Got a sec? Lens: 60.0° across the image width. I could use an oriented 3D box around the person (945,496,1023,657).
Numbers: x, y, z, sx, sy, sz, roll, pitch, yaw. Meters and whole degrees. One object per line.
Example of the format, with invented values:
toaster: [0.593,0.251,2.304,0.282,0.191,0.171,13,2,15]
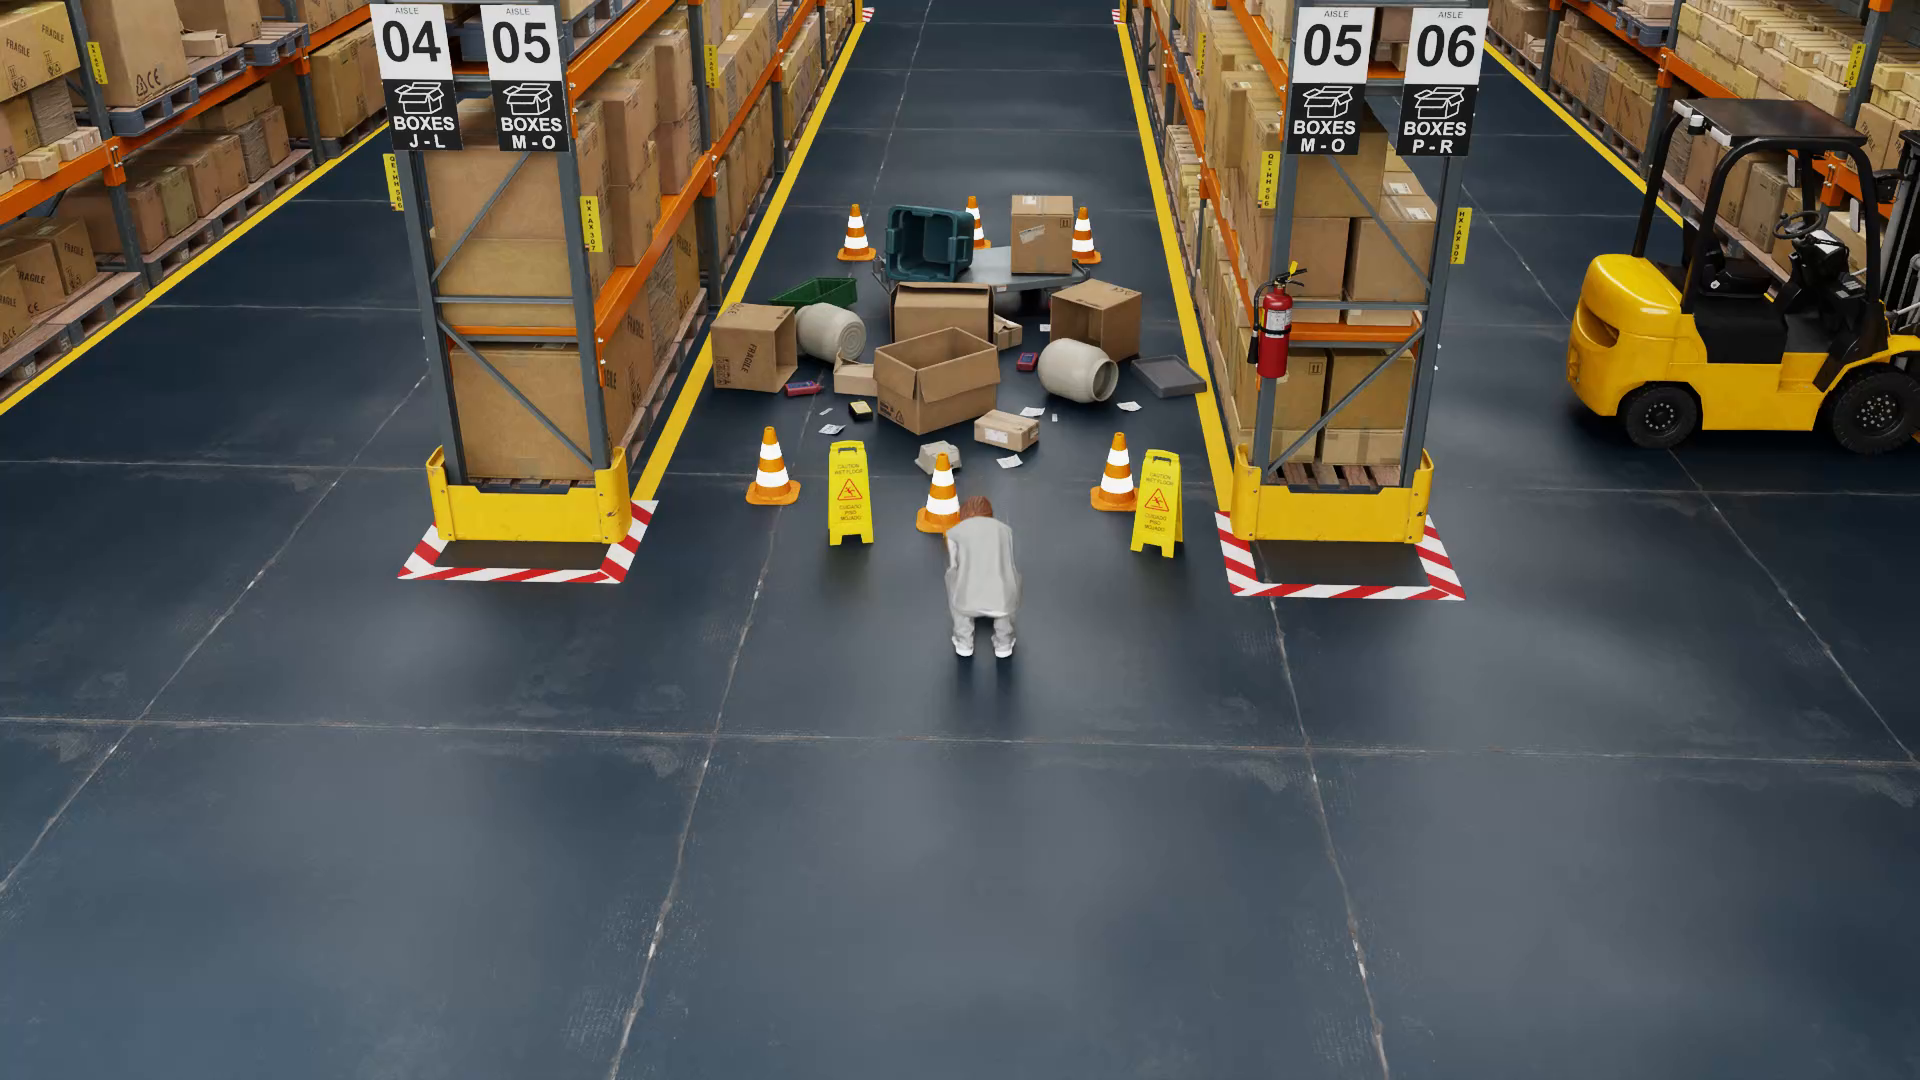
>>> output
person: [0.129,0.247,9.197,0.431,0.754,0.839,1,28,1]
